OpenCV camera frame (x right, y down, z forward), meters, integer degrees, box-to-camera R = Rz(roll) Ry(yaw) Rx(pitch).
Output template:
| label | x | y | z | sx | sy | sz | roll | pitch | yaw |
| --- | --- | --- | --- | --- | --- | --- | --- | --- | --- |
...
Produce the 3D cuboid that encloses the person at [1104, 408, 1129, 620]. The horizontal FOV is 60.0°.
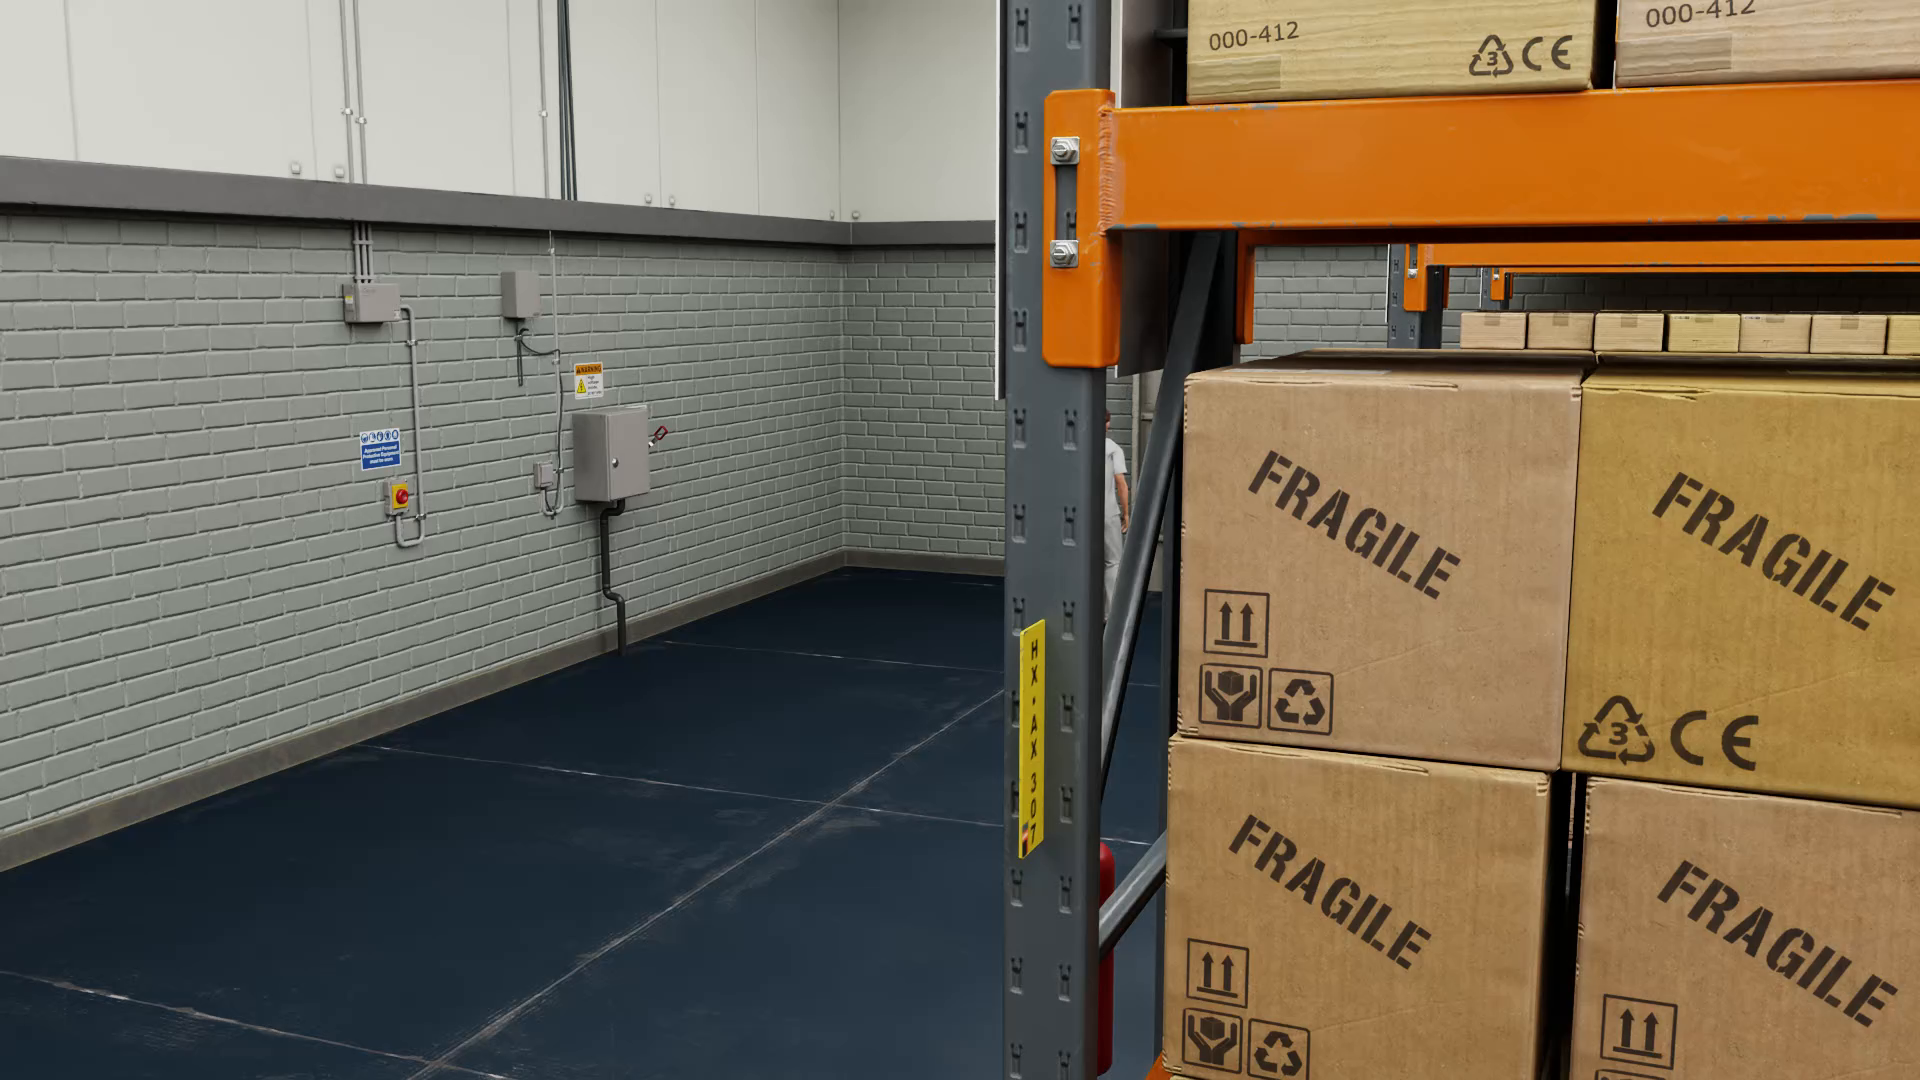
| label | x | y | z | sx | sy | sz | roll | pitch | yaw |
| --- | --- | --- | --- | --- | --- | --- | --- | --- | --- |
| person | 1.033 | -0.174 | 12.484 | 0.495 | 1.673 | 0.352 | 3 | 9 | 20 |
